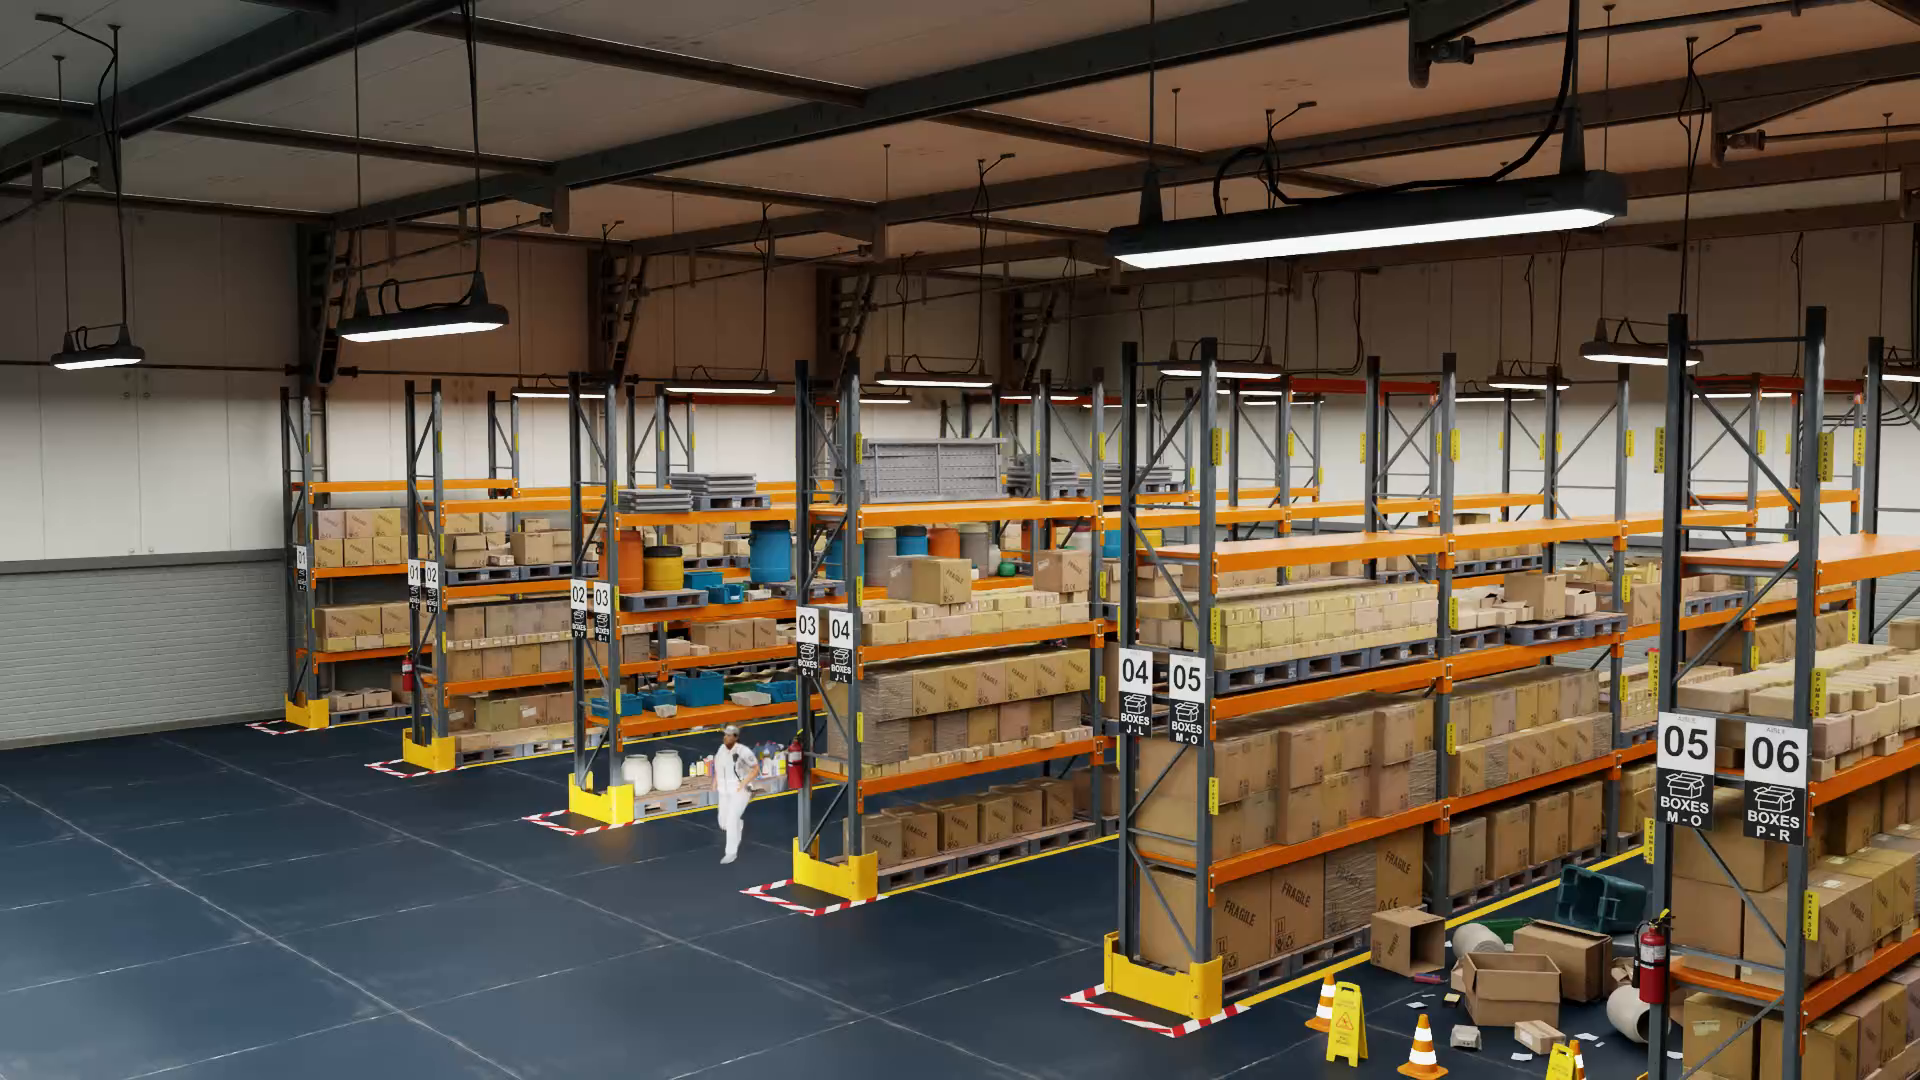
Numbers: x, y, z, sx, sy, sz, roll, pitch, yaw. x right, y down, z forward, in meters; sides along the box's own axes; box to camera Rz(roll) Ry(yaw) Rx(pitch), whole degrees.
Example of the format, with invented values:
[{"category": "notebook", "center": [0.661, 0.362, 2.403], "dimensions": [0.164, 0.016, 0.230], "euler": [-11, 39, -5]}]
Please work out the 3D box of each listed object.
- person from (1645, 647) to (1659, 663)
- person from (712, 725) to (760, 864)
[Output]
[{"category": "person", "center": [10.925, 2.590, 26.213], "dimensions": [0.880, 1.812, 0.683], "euler": [-3, 5, -43]}, {"category": "person", "center": [-2.727, 3.068, 20.285], "dimensions": [0.593, 1.657, 0.700], "euler": [2, 4, 25]}]
